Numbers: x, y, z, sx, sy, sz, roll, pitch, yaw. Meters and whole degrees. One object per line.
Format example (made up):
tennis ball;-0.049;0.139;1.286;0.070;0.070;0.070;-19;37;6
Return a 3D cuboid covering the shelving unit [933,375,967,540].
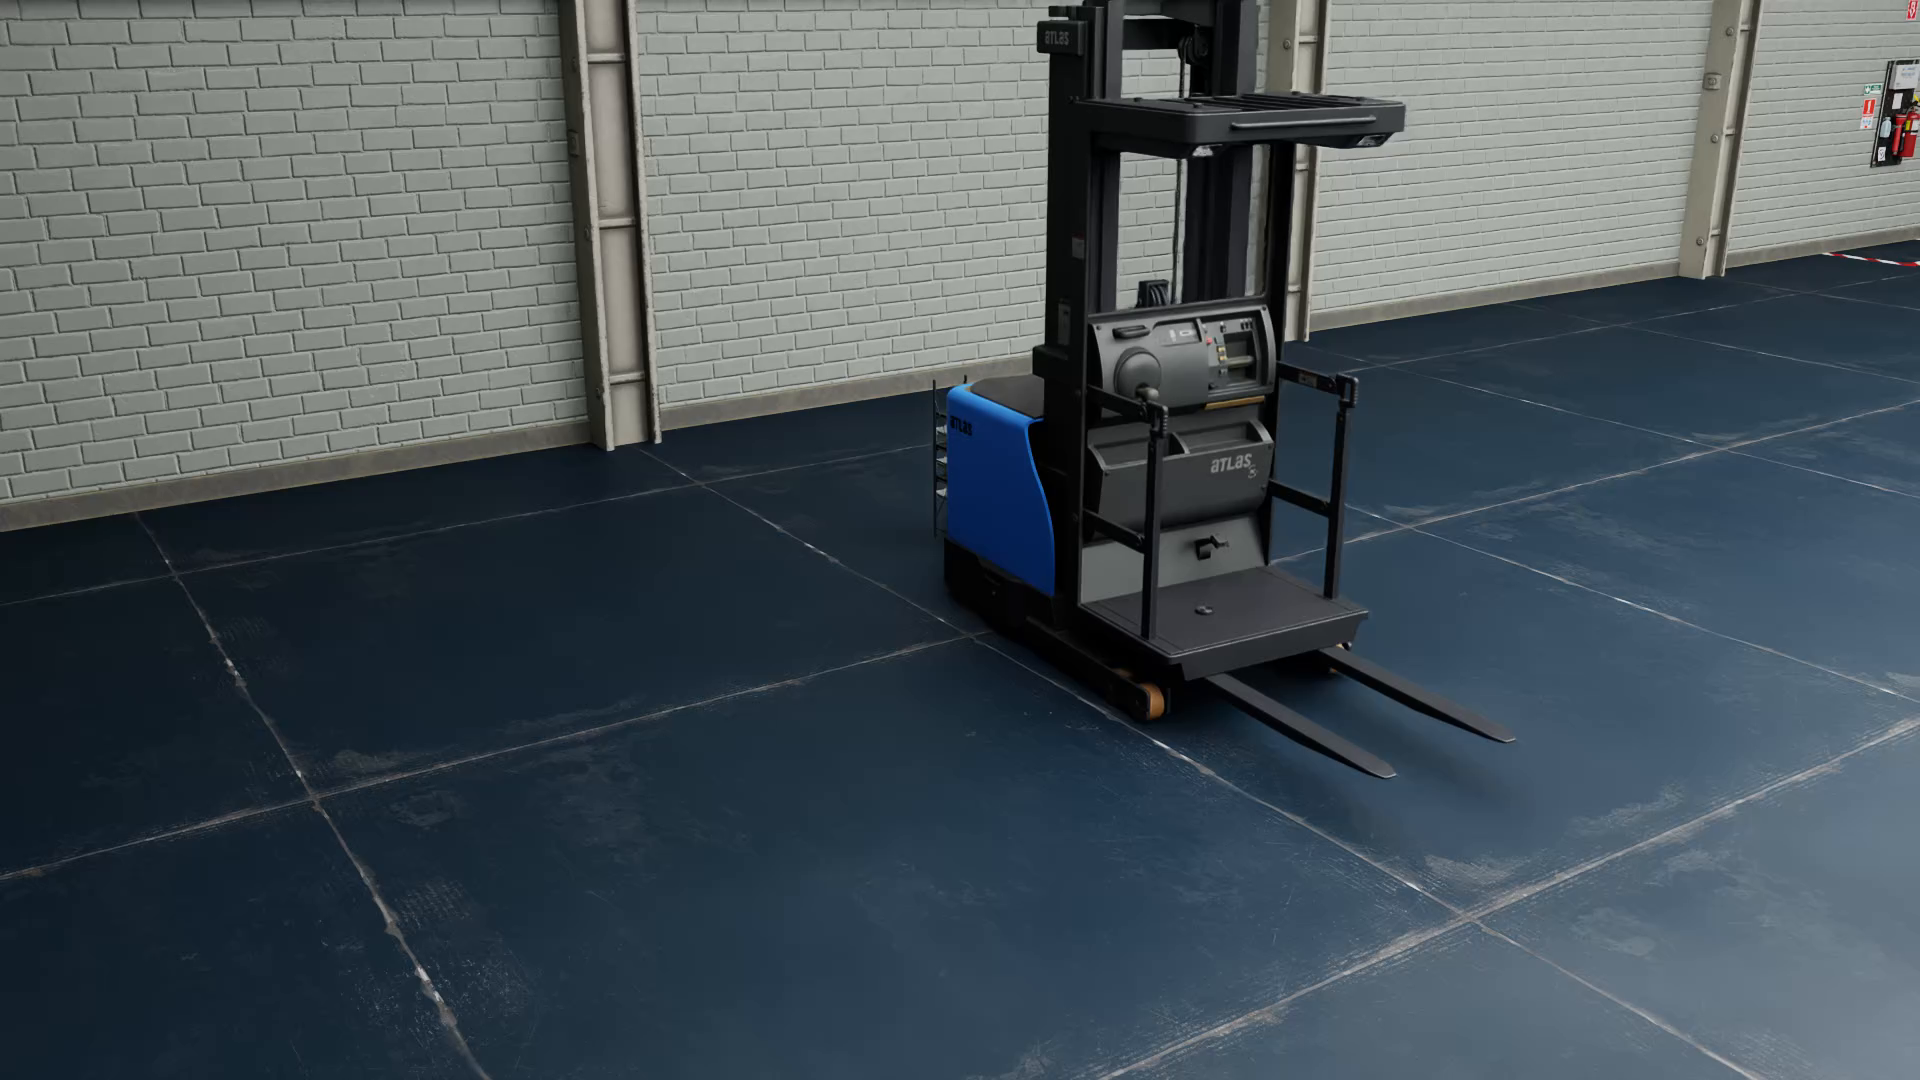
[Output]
shelving unit;0.007;-0.428;9.105;0.210;0.900;0.258;-12;22;-31

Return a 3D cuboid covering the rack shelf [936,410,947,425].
rack shelf;0.007;-0.652;9.029;0.200;0.077;0.258;-12;22;-31

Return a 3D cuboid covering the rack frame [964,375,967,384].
rack frame;0.092;-0.446;9.158;0.006;0.900;0.240;-12;22;-31

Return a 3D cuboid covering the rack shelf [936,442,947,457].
rack shelf;0.007;-0.481;9.087;0.200;0.077;0.258;-12;22;-31

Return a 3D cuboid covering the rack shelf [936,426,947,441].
rack shelf;0.007;-0.567;9.058;0.200;0.077;0.258;-12;22;-31

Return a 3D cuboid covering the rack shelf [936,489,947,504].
rack shelf;0.007;-0.226;9.173;0.200;0.077;0.258;-12;22;-31

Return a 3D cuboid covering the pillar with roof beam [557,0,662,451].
pillar with roof beam;0.114;-3.775;6.360;0.400;9.000;9.100;-12;22;-31

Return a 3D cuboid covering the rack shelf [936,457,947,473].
rack shelf;0.007;-0.396;9.116;0.200;0.077;0.258;-12;22;-31

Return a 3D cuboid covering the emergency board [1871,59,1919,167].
emergency board;10.695;-4.830;18.847;0.643;1.169;0.194;-12;22;-31

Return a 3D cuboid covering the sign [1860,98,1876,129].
sign;10.176;-4.777;18.635;0.234;0.329;0.001;-12;22;-31

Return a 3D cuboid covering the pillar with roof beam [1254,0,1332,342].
pillar with roof beam;5.125;-4.832;9.486;0.400;9.000;9.100;-12;22;-31

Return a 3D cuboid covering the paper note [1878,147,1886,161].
paper note;10.509;-4.400;18.951;0.142;0.148;0.016;-12;22;-31

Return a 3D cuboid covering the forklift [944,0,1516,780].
forklift;1.082;-0.791;7.009;1.130;2.935;3.031;-10;21;-28

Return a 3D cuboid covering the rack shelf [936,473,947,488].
rack shelf;0.007;-0.311;9.144;0.200;0.077;0.258;-12;22;-31

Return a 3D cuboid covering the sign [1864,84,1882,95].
sign;10.185;-5.026;18.546;0.331;0.109;0.001;-12;22;-31

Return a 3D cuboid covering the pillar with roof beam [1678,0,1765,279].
pillar with roof beam;10.136;-5.888;12.612;0.400;9.000;9.100;-12;22;-31

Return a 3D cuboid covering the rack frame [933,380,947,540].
rack frame;-0.078;-0.410;9.052;0.006;0.900;0.240;-12;22;-31

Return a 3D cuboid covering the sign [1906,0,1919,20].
sign;10.633;-5.953;18.551;0.199;0.298;0.001;-12;22;-31
